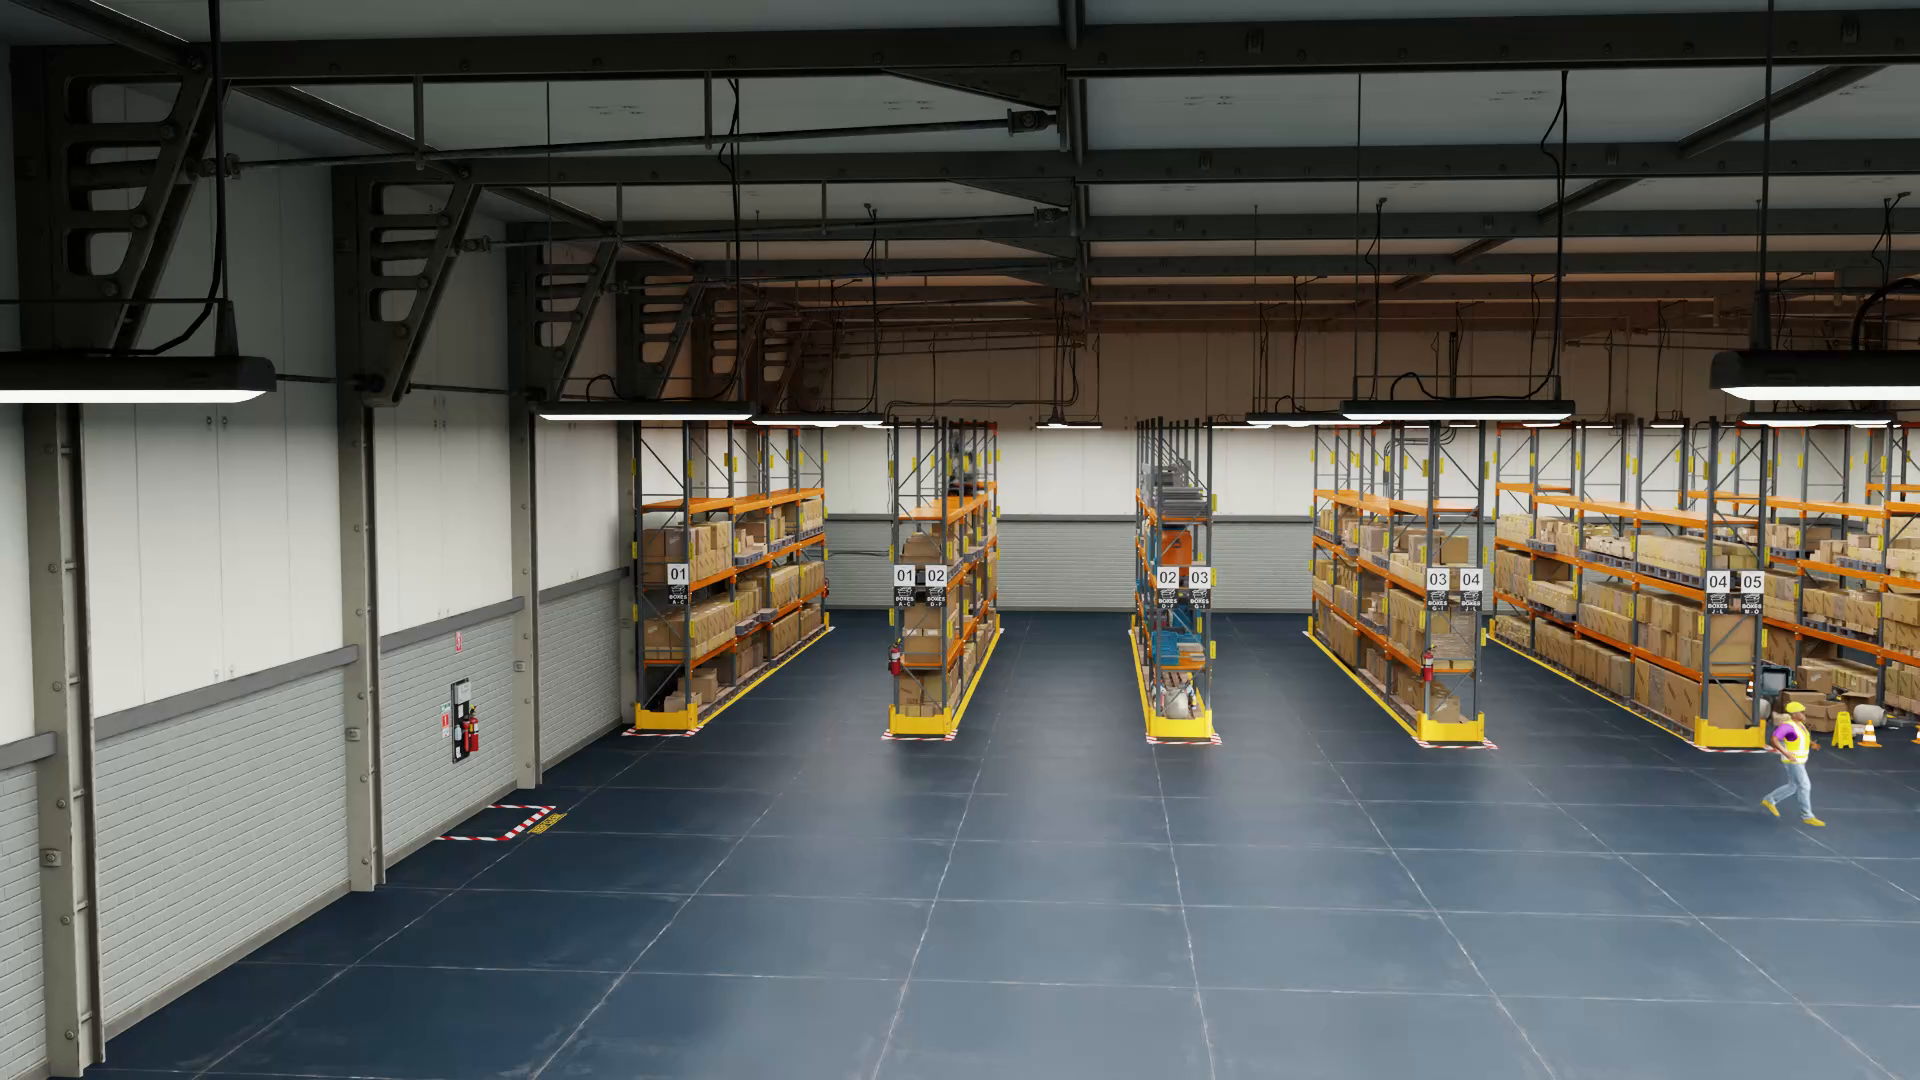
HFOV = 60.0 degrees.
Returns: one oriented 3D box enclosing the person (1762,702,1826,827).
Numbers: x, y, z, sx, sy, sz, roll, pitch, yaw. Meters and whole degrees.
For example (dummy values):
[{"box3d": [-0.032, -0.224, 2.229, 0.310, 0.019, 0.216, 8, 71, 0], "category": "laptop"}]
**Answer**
[{"box3d": [12.161, 3.235, 24.226, 0.894, 1.762, 0.698, 3, 5, 39], "category": "person"}]
